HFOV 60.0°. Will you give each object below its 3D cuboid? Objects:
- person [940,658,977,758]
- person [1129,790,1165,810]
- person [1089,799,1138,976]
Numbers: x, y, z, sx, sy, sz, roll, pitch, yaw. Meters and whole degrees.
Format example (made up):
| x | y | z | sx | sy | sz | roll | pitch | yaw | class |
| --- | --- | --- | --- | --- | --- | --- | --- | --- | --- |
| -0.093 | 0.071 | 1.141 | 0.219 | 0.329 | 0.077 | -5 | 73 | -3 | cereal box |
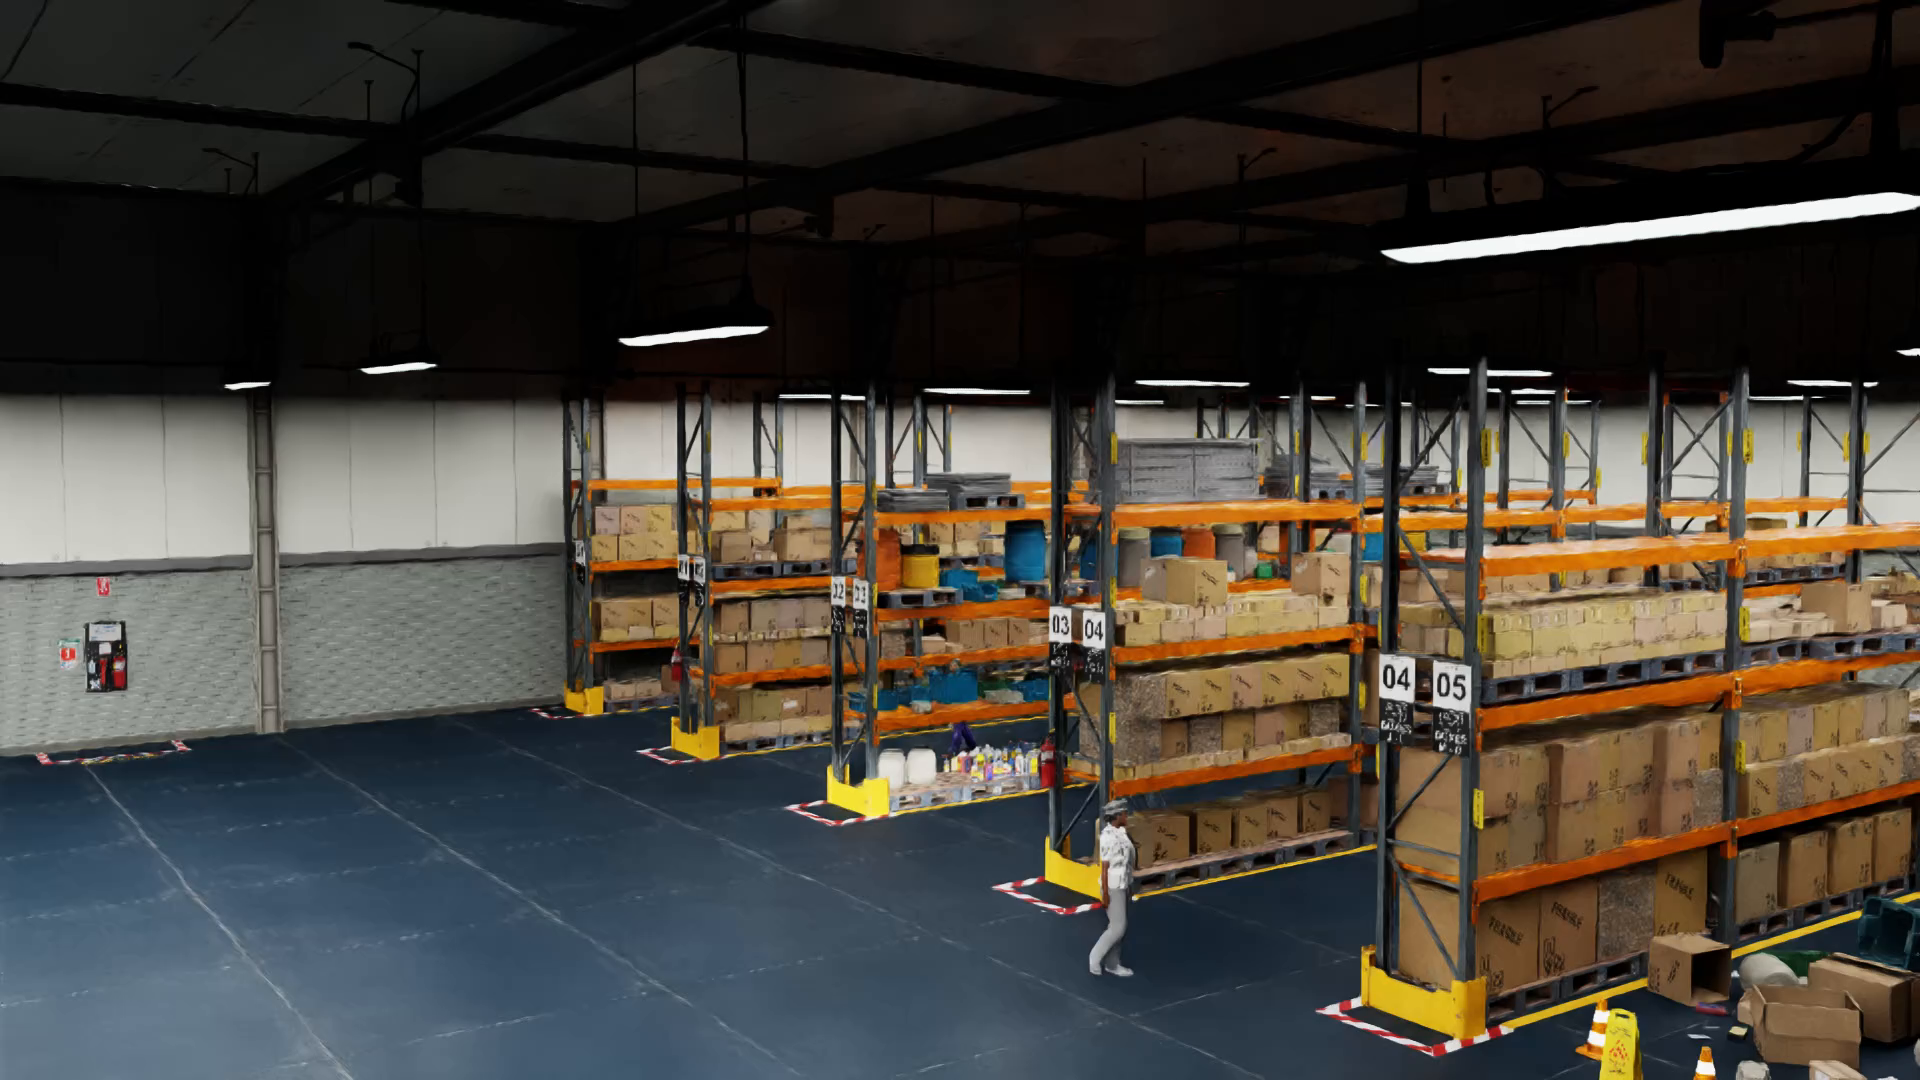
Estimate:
| x | y | z | sx | sy | sz | roll | pitch | yaw | class |
| --- | --- | --- | --- | --- | --- | --- | --- | --- | --- |
| -0.047 | 2.669 | 26.513 | 0.999 | 1.560 | 0.478 | -3 | 5 | -43 | person |
| 2.429 | 2.925 | 21.659 | 0.578 | 1.714 | 0.719 | -3 | 5 | -37 | person |
| 1.445 | 3.311 | 15.825 | 0.417 | 1.674 | 0.502 | 2 | 4 | 24 | person |
